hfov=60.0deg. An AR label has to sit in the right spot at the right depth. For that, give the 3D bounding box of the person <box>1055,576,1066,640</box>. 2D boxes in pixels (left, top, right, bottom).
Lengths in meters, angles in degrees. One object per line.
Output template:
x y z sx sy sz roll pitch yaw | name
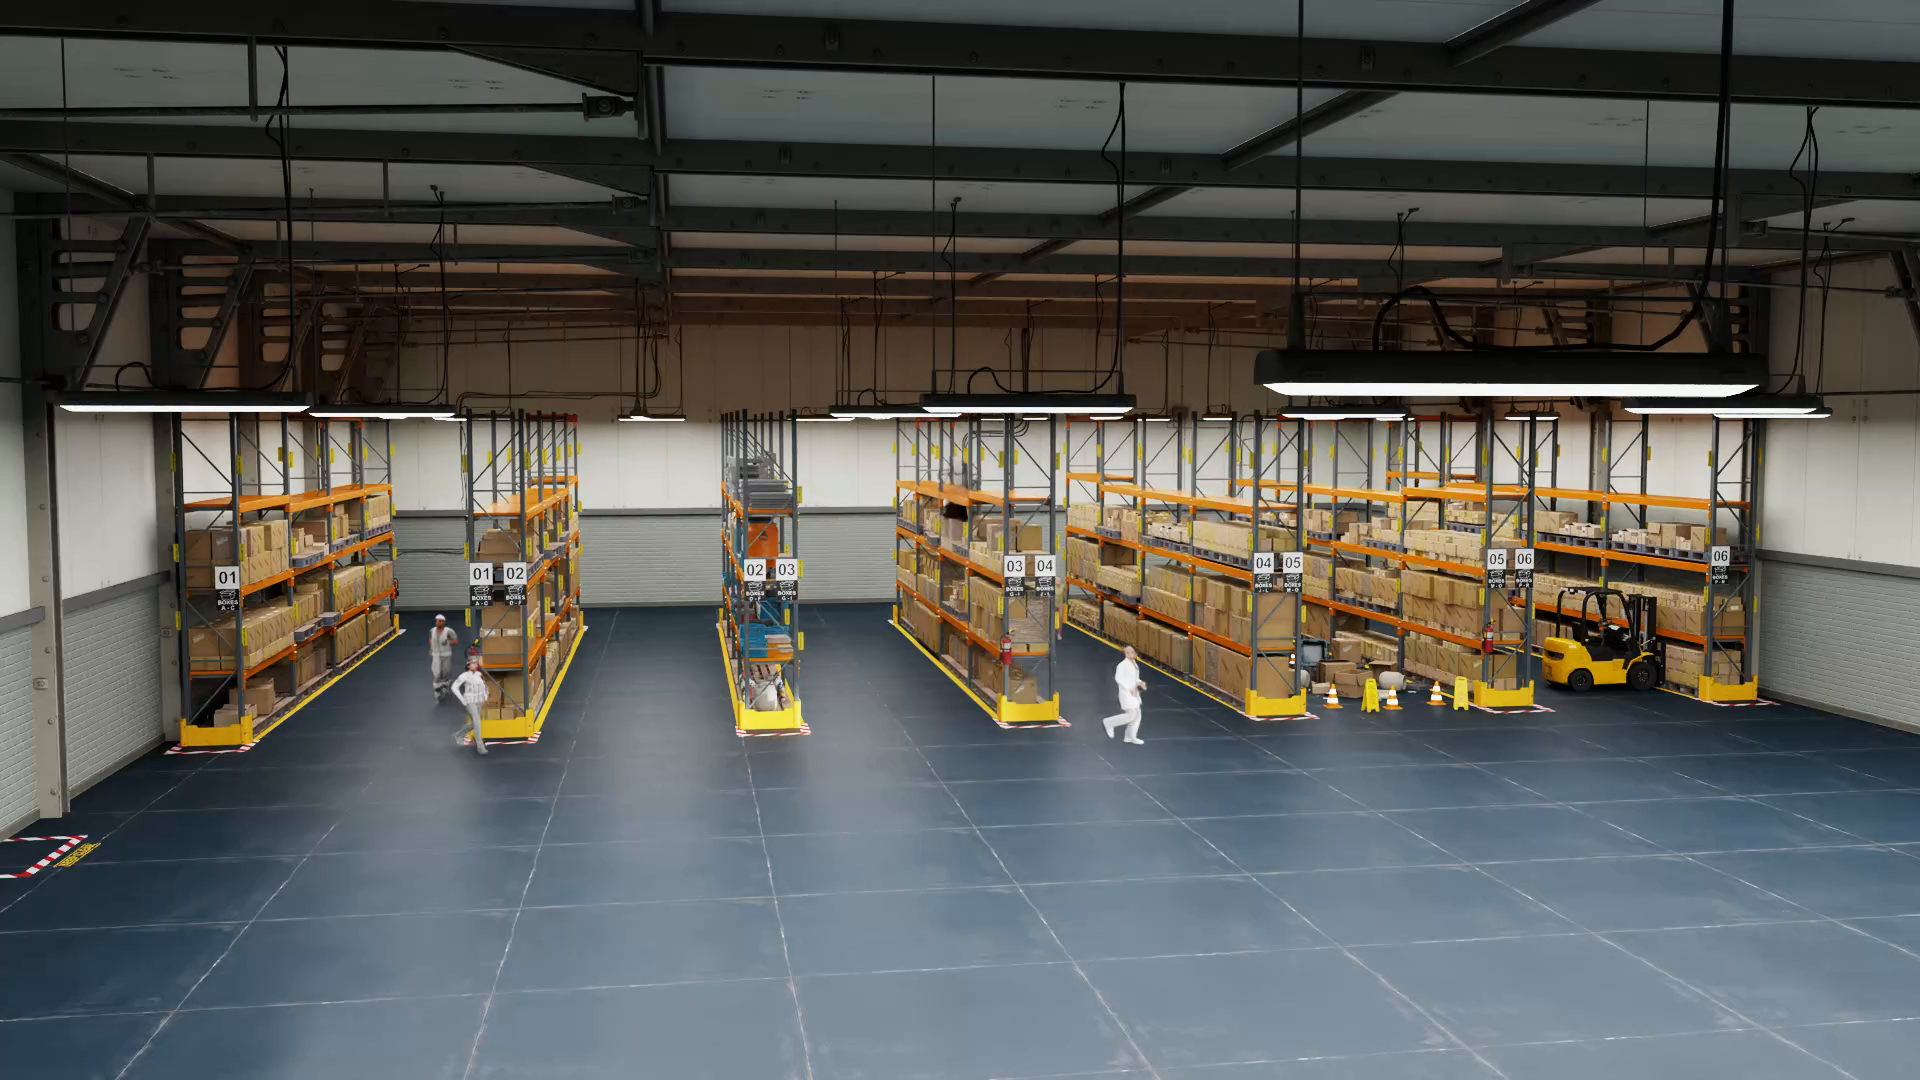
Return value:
2.587 1.786 44.496 0.599 1.672 1.016 -1 4 -14 | person

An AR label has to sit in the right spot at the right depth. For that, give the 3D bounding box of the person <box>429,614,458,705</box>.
-10.651 2.400 34.276 0.618 1.754 0.798 0 4 -6 | person

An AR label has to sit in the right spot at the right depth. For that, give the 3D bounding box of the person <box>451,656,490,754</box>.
-8.533 2.870 29.091 0.849 1.714 0.654 2 4 27 | person

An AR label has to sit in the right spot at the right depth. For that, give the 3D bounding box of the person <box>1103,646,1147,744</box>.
2.979 2.775 29.896 0.718 1.757 0.711 2 4 26 | person
